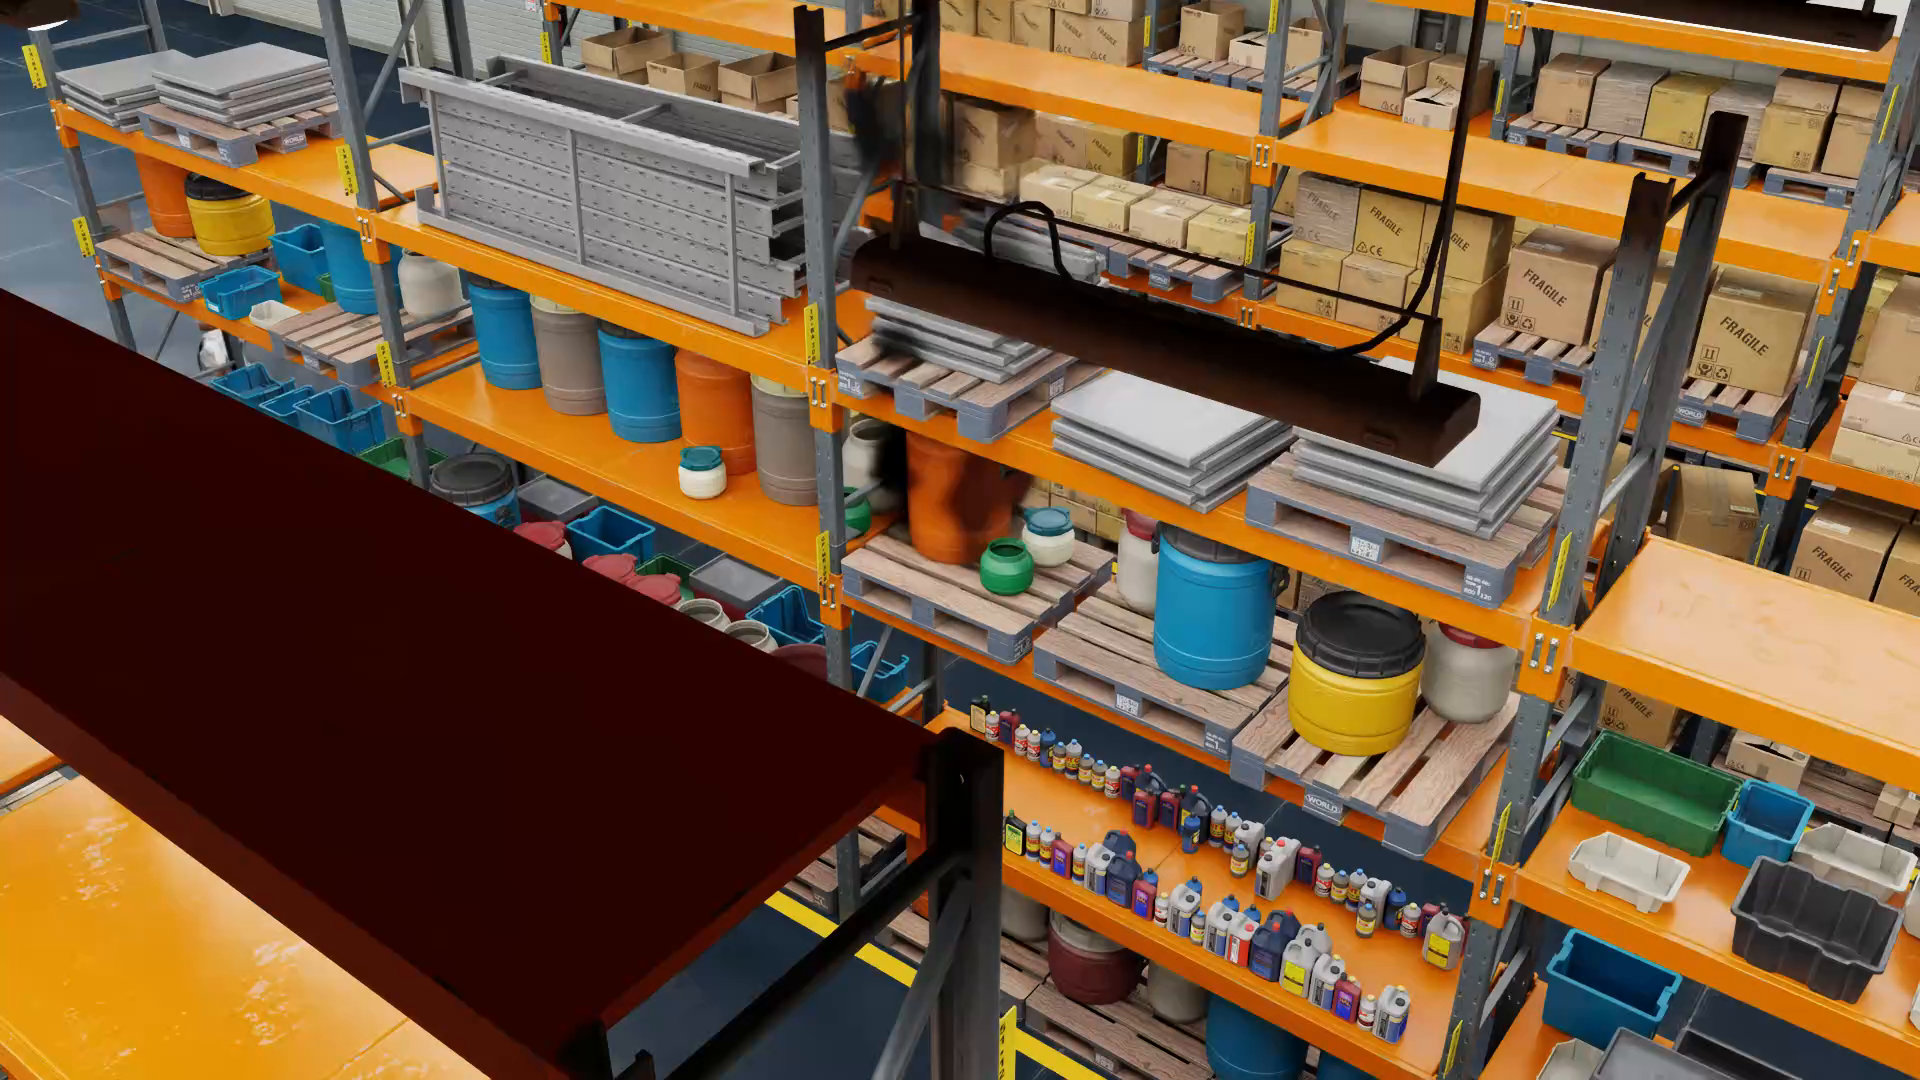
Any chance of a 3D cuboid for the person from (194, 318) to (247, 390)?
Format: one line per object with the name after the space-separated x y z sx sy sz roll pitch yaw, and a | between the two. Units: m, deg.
-7.098 -1.537 16.209 0.829 1.651 0.640 2 31 3 | person
